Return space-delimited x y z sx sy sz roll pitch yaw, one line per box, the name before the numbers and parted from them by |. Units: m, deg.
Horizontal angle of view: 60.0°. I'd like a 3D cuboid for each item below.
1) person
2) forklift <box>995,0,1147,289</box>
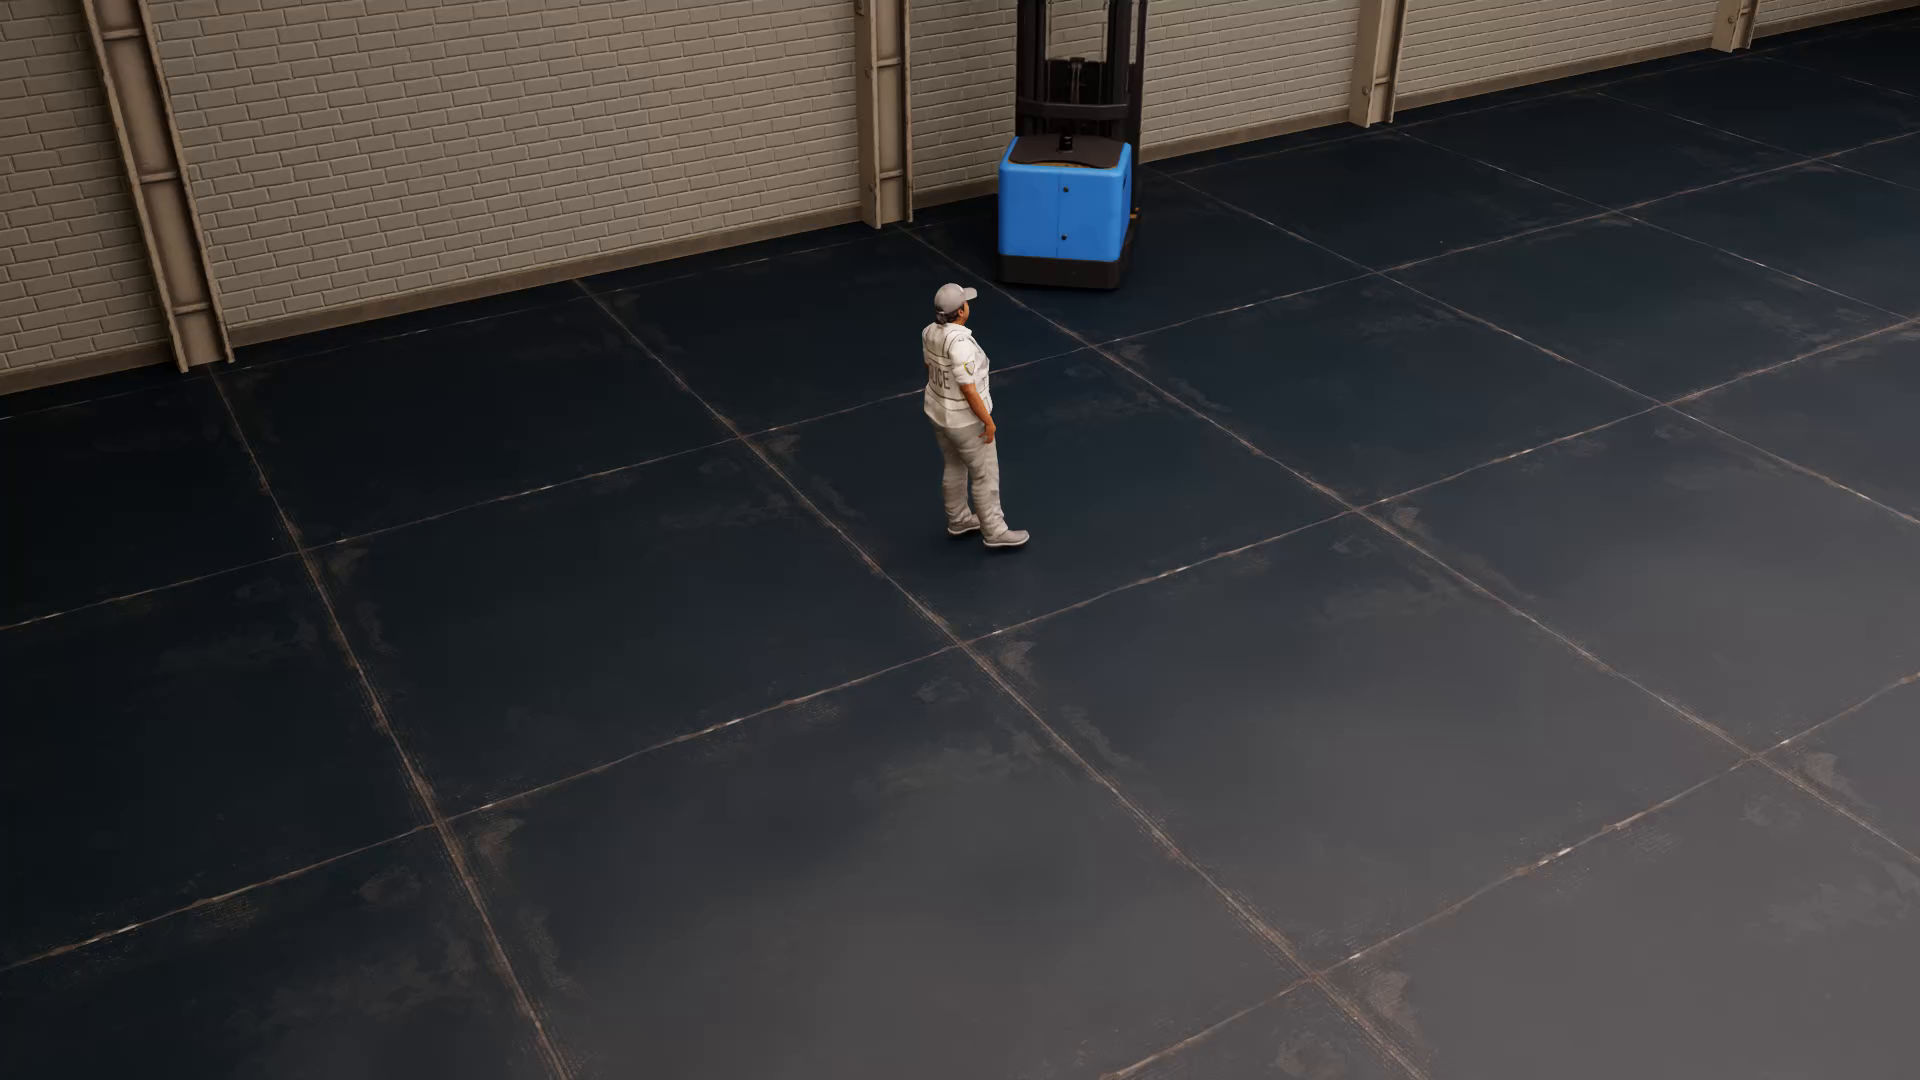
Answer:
person | 0.077 -0.767 10.065 0.528 1.669 0.599 -17 35 -26
forklift | 1.068 -4.088 14.475 1.130 2.935 3.031 5 31 9
